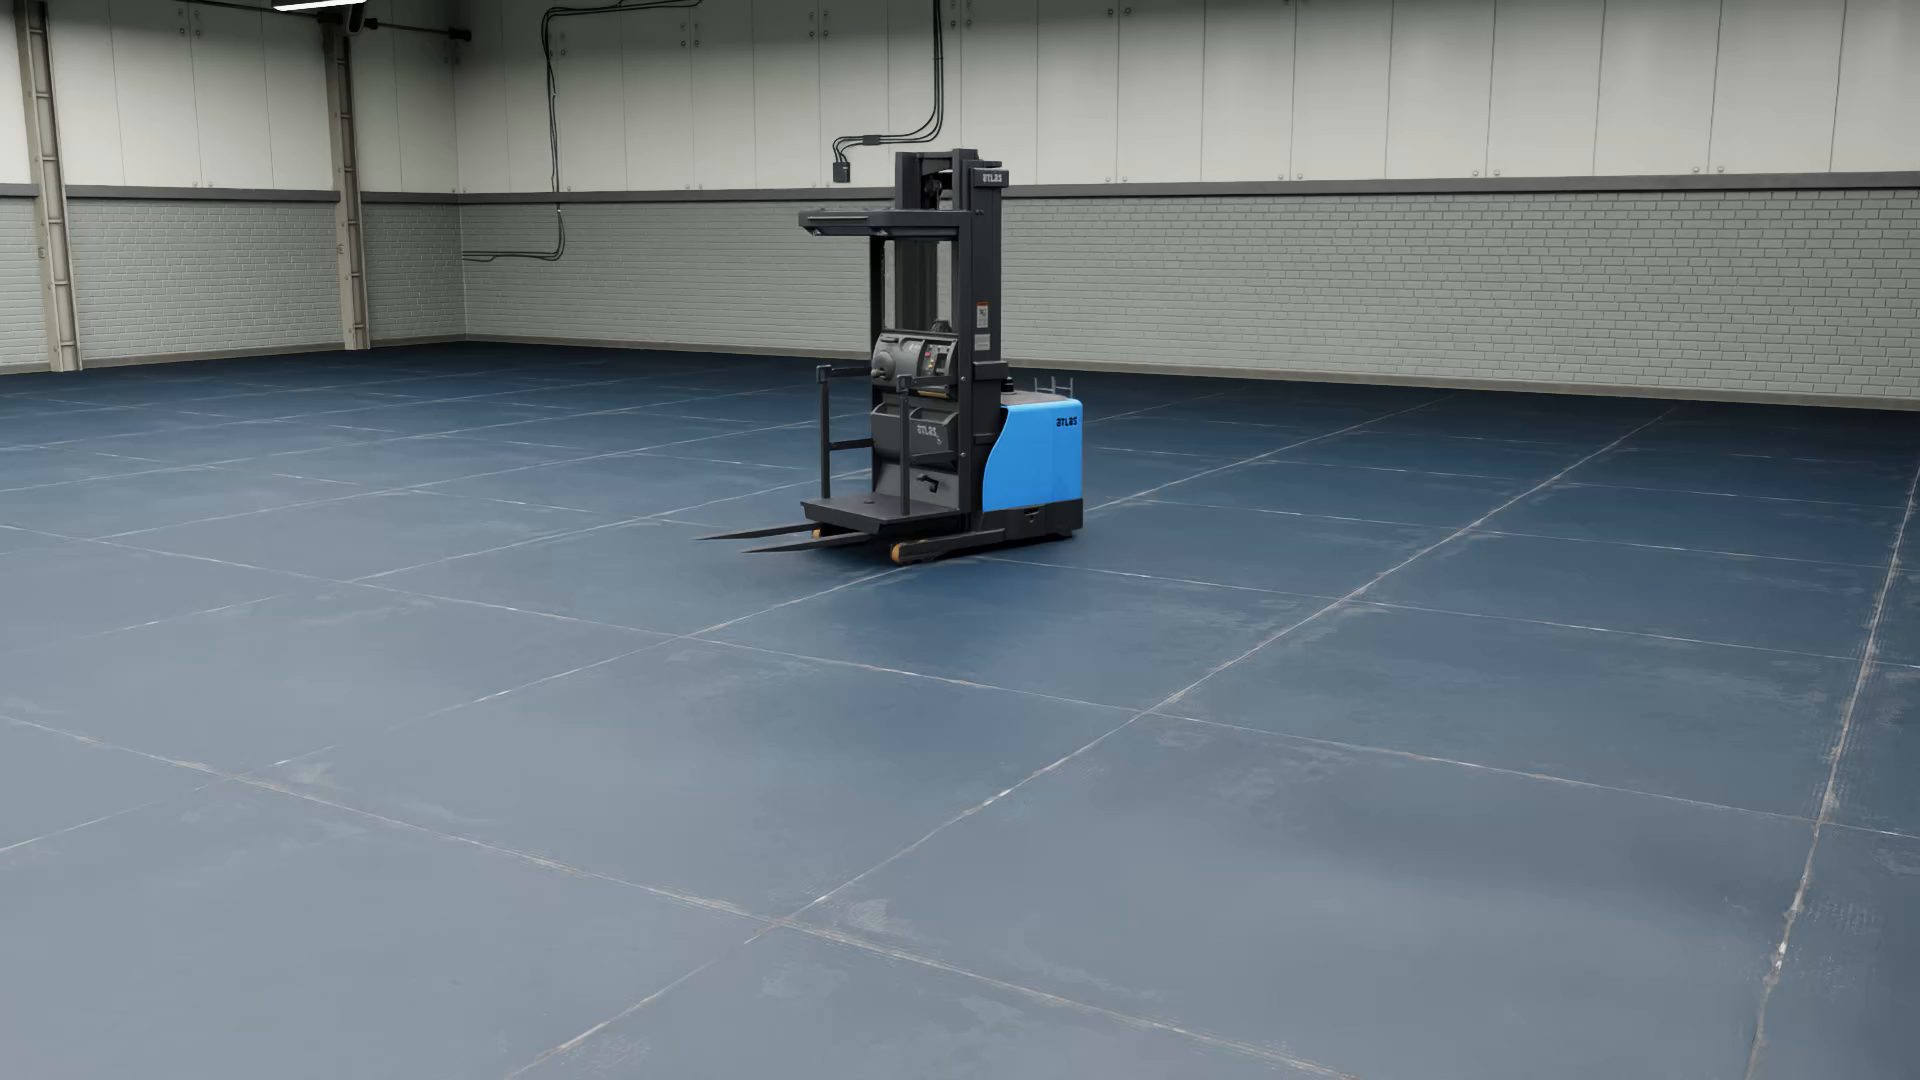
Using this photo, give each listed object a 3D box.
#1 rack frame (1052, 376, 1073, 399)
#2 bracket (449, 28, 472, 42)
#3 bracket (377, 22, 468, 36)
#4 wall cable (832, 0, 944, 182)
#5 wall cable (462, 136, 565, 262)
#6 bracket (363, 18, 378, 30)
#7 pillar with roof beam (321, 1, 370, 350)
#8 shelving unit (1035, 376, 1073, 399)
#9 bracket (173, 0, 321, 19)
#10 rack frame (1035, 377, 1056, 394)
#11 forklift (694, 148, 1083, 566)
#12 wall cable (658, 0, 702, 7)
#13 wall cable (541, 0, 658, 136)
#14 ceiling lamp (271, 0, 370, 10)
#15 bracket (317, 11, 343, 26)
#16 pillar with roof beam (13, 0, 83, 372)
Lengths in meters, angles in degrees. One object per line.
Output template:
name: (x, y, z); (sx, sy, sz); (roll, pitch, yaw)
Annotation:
rack frame: (0.818, -0.714, 13.420); (0.006, 1.200, 0.240); (-9, 14, -39)
bracket: (-10.318, -10.421, 34.295); (0.235, 0.232, 0.430); (6, 12, 31)
bracket: (-10.625, -10.328, 33.799); (0.076, 0.066, 3.189); (6, 12, 31)
wall cable: (-1.302, -9.346, 29.097); (2.305, 6.003, 0.169); (6, 12, 31)
wall cable: (-9.408, -7.058, 34.553); (3.097, 2.526, 0.112); (6, 12, 31)
bracket: (-11.548, -10.048, 32.304); (0.235, 0.232, 0.430); (6, 12, 31)
pillar with roof beam: (-8.388, -7.836, 30.271); (9.100, 9.000, 0.548); (6, 12, 31)
shelving unit: (0.747, -0.703, 13.363); (0.189, 1.200, 0.258); (-9, 14, -39)
bracket: (-13.317, -9.512, 29.442); (0.076, 0.066, 4.783); (6, 12, 31)
rack frame: (0.676, -0.692, 13.306); (0.006, 1.200, 0.240); (-9, 14, -39)
forklift: (-0.501, -1.365, 12.196); (3.031, 2.935, 1.130); (-9, 14, -39)
wall cable: (-4.450, -11.222, 30.710); (3.097, 2.526, 0.112); (6, 12, 31)
wall cable: (-7.095, -9.282, 32.708); (3.097, 2.526, 0.112); (6, 12, 31)
ceiling lamp: (-10.014, -10.055, 26.261); (2.000, 3.185, 0.800); (6, 12, 31)
bracket: (-11.979, -9.917, 31.607); (0.235, 0.232, 0.430); (6, 12, 31)
pillar with roof beam: (-11.503, -6.892, 25.230); (9.100, 9.000, 0.548); (6, 12, 31)
